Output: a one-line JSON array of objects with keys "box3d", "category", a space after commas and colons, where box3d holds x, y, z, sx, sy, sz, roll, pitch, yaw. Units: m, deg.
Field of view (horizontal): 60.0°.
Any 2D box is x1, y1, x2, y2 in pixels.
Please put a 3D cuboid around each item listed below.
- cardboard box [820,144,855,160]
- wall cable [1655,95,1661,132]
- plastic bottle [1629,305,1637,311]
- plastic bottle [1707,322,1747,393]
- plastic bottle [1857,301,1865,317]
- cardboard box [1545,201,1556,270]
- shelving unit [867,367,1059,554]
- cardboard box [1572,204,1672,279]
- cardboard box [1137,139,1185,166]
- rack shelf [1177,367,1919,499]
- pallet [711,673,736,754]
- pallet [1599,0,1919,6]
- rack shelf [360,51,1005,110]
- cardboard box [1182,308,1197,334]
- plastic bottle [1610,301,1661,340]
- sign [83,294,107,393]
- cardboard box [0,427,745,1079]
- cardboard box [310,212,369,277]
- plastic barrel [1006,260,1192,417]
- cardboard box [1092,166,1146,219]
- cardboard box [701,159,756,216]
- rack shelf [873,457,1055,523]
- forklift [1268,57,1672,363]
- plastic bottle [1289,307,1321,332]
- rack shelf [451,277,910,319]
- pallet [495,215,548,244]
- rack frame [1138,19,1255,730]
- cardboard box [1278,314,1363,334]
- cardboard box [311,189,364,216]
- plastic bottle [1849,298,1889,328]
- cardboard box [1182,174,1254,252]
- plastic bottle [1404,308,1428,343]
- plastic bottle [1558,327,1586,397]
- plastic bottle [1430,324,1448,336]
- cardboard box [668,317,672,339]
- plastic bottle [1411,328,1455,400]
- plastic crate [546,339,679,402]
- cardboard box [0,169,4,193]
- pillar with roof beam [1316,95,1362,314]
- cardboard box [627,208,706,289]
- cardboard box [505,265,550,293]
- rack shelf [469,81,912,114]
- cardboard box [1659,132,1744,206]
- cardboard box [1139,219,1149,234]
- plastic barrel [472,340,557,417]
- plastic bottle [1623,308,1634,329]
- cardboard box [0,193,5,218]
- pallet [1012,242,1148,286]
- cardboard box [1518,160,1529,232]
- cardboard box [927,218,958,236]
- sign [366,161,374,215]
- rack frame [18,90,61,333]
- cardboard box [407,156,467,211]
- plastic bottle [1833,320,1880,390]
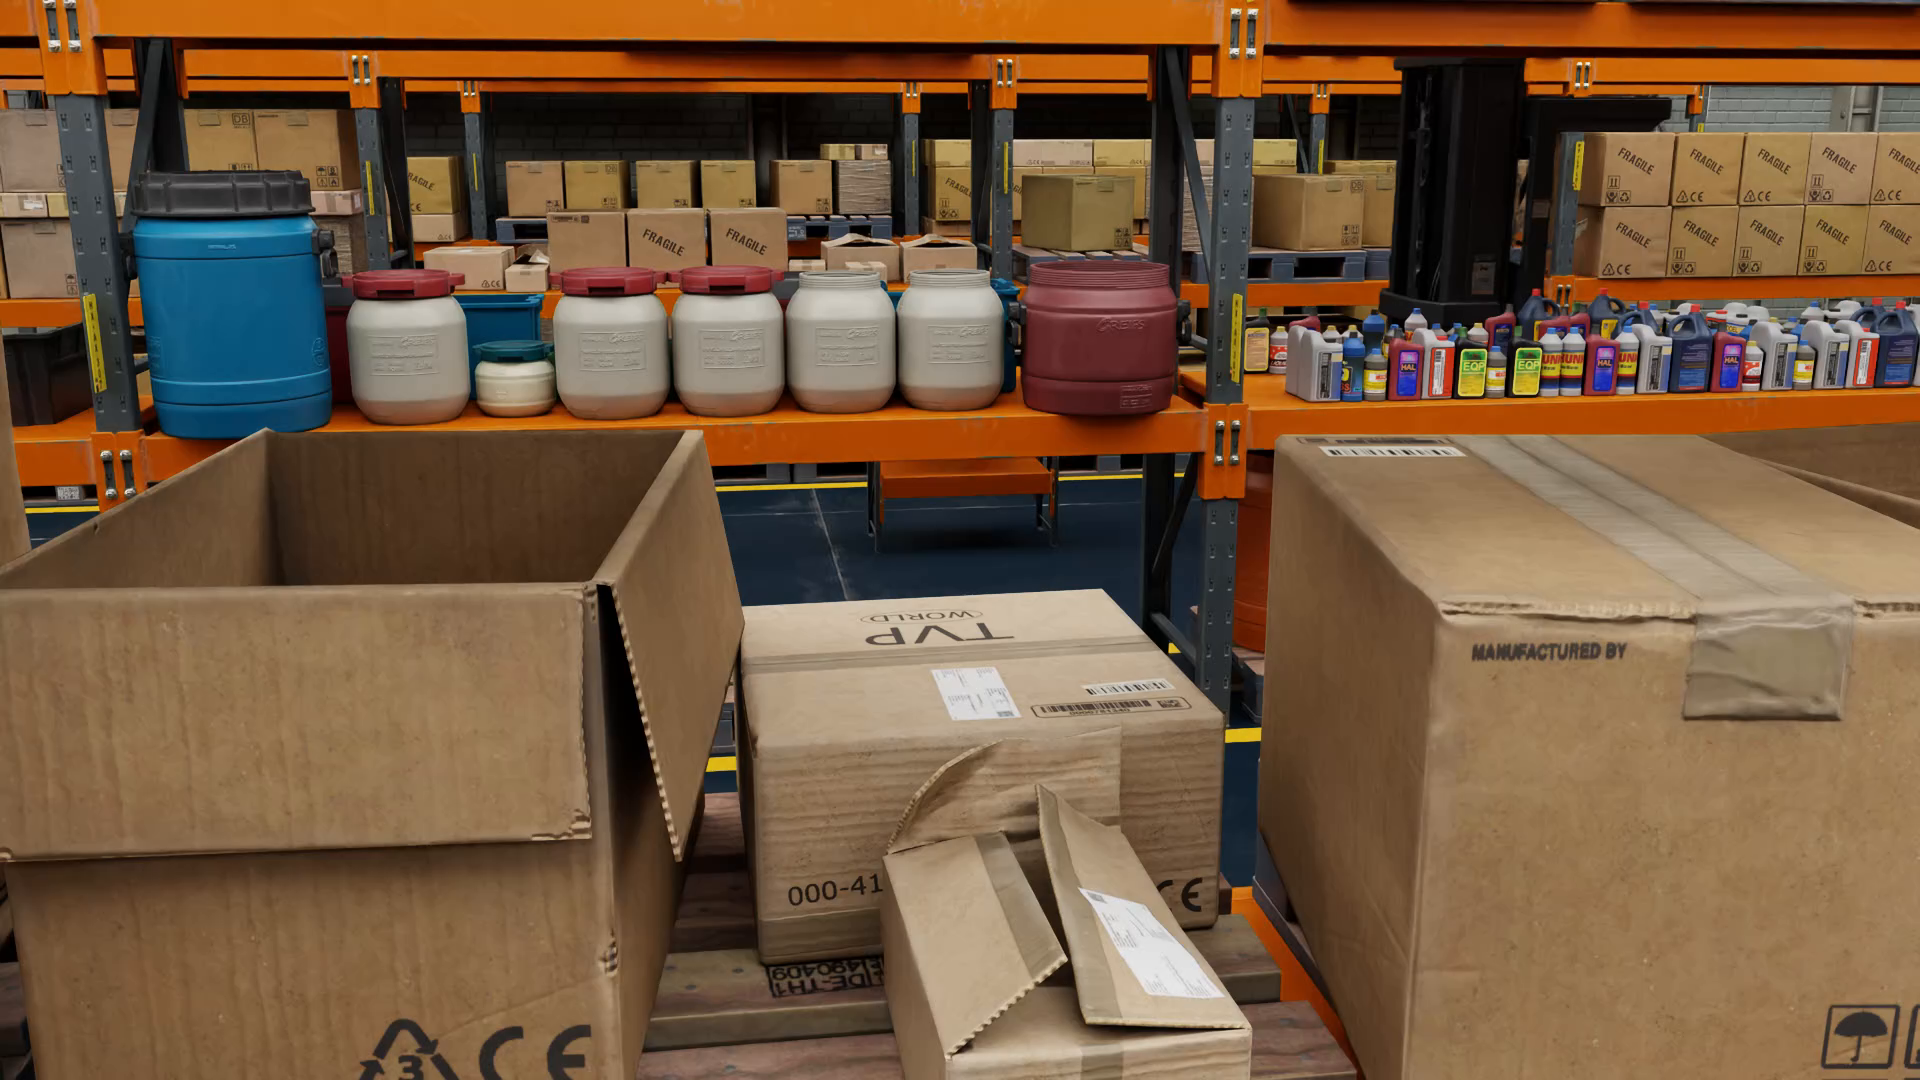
[{"box3d": [-1.181, -3.735, 16.006, 0.250, 0.149, 0.380, -5, 15, -18], "category": "cardboard box"}, {"box3d": [8.507, -4.250, 18.415, 1.851, 1.984, 0.084, -2, 14, -8], "category": "wall cable"}, {"box3d": [3.028, -0.925, 7.508, 0.097, 0.271, 0.097, 0, 14, 0], "category": "plastic bottle"}, {"box3d": [3.117, -0.743, 6.757, 0.133, 0.283, 0.061, -2, 14, -8], "category": "plastic bottle"}, {"box3d": [4.137, -0.966, 7.670, 0.097, 0.271, 0.097, 0, 14, 0], "category": "plastic bottle"}, {"box3d": [4.624, -2.276, 12.423, 0.500, 0.500, 0.500, -2, 14, -7], "category": "cardboard box"}, {"box3d": [0.007, -0.546, 9.586, 1.048, 1.125, 0.538, -2, 14, -8], "category": "shelving unit"}, {"box3d": [4.713, -2.149, 11.917, 0.500, 0.500, 0.500, -2, 14, -7], "category": "cardboard box"}, {"box3d": [1.992, -3.792, 16.275, 0.500, 0.250, 0.500, -2, 14, -7], "category": "cardboard box"}, {"box3d": [2.925, -0.534, 7.164, 4.000, 0.370, 1.077, -2, 14, -8], "category": "rack shelf"}, {"box3d": [-1.028, 0.604, 6.879, 1.213, 0.211, 1.003, -2, 14, -8], "category": "pallet"}, {"box3d": [3.021, -2.225, 6.650, 1.213, 0.211, 1.003, -2, 14, -8], "category": "pallet"}, {"box3d": [-1.765, -3.036, 10.973, 4.000, 0.370, 1.077, -2, 14, -8], "category": "rack shelf"}, {"box3d": [1.925, -2.412, 16.729, 0.750, 0.750, 0.750, -2, 14, -7], "category": "cardboard box"}, {"box3d": [2.797, -0.811, 6.892, 0.185, 0.351, 0.144, -2, 14, -8], "category": "plastic bottle"}, {"box3d": [-2.937, -0.667, 5.647, 0.005, 0.325, 0.100, -2, 14, -8], "category": "sign"}, {"box3d": [-0.570, 0.187, 1.735, 0.637, 0.503, 0.797, -1, 14, -3], "category": "cardboard box"}, {"box3d": [-4.180, -1.888, 10.879, 0.500, 0.500, 0.700, -2, 14, -10], "category": "cardboard box"}, {"box3d": [0.534, -0.787, 6.414, 0.708, 0.536, 0.600, -2, 14, -8], "category": "plastic barrel"}, {"box3d": [1.514, -3.407, 16.284, 0.500, 0.500, 0.500, -2, 14, -7], "category": "cardboard box"}, {"box3d": [-2.221, -3.386, 15.945, 0.500, 0.500, 0.700, -2, 14, -8], "category": "cardboard box"}, {"box3d": [0.007, -0.309, 9.645, 1.000, 0.278, 0.538, -2, 14, -8], "category": "rack shelf"}, {"box3d": [3.320, -1.491, 9.642, 3.031, 2.935, 1.130, -2, 14, -7], "category": "forklift"}, {"box3d": [1.512, -0.880, 7.303, 0.133, 0.283, 0.061, -2, 14, -8], "category": "plastic bottle"}, {"box3d": [-1.765, -1.581, 11.338, 4.000, 0.370, 1.077, -2, 14, -8], "category": "rack shelf"}, {"box3d": [-3.707, -2.948, 15.706, 1.213, 0.211, 1.003, -2, 14, -8], "category": "pallet"}, {"box3d": [0.947, -0.811, 6.788, 0.127, 3.000, 1.000, -2, 14, -8], "category": "rack frame"}, {"box3d": [2.665, -1.517, 12.296, 0.500, 0.250, 0.500, -2, 14, -8], "category": "cardboard box"}, {"box3d": [-3.979, -2.159, 10.625, 0.250, 0.149, 0.380, -2, 14, -8], "category": "cardboard box"}, {"box3d": [3.838, -0.848, 7.037, 0.185, 0.351, 0.144, -2, 14, -8], "category": "plastic bottle"}, {"box3d": [1.752, -2.292, 11.624, 0.500, 0.500, 0.700, 1, 14, 2], "category": "cardboard box"}, {"box3d": [2.014, -0.888, 7.360, 0.097, 0.271, 0.097, 0, 14, 0], "category": "plastic bottle"}, {"box3d": [2.456, -0.717, 6.680, 0.097, 0.271, 0.097, 0, 14, 0], "category": "plastic bottle"}, {"box3d": [2.110, -0.857, 7.382, 0.097, 0.201, 0.097, 0, 14, 0], "category": "plastic bottle"}, {"box3d": [-2.745, -2.120, 16.243, 0.500, 0.500, 0.700, -2, 14, -8], "category": "cardboard box"}, {"box3d": [1.881, -0.705, 6.622, 0.135, 0.276, 0.152, -2, 14, -8], "category": "plastic bottle"}, {"box3d": [-1.328, -0.694, 6.758, 0.662, 0.188, 0.450, -2, 14, -8], "category": "plastic crate"}, {"box3d": [-6.164, -2.445, 10.431, 0.500, 0.500, 0.700, -2, 14, -8], "category": "cardboard box"}, {"box3d": [4.631, -5.446, 12.940, 0.400, 9.000, 9.100, -2, 14, -8], "category": "pillar with roof beam"}, {"box3d": [-1.964, -1.967, 11.193, 0.500, 0.500, 0.500, -2, 14, -8], "category": "cardboard box"}, {"box3d": [-2.836, -1.718, 10.924, 0.250, 0.149, 0.380, -2, 14, -8], "category": "cardboard box"}, {"box3d": [-2.506, -4.227, 15.724, 4.000, 0.370, 1.077, -2, 14, -8], "category": "rack shelf"}, {"box3d": [5.186, -2.649, 11.857, 0.500, 0.500, 0.500, -3, 14, -10], "category": "cardboard box"}, {"box3d": [1.872, -3.111, 16.434, 0.250, 0.149, 0.380, -2, 14, -10], "category": "cardboard box"}, {"box3d": [-1.676, -0.610, 6.271, 0.301, 0.262, 0.301, 0, 14, 0], "category": "plastic barrel"}, {"box3d": [2.953, -0.887, 7.356, 0.097, 0.271, 0.097, 0, 14, 0], "category": "plastic bottle"}, {"box3d": [-6.004, -2.085, 10.330, 0.250, 0.149, 0.380, -2, 14, -9], "category": "cardboard box"}, {"box3d": [0.873, -1.951, 11.728, 1.003, 0.211, 1.213, -2, 14, -8], "category": "pallet"}, {"box3d": [5.406, -3.554, 17.109, 0.700, 0.700, 0.980, -3, 14, -11], "category": "cardboard box"}, {"box3d": [-0.169, -3.038, 16.144, 0.250, 0.149, 0.380, -2, 14, -9], "category": "cardboard box"}, {"box3d": [-3.658, -2.182, 10.314, 0.005, 0.325, 0.100, -2, 14, -8], "category": "sign"}, {"box3d": [-8.439, -2.904, 15.134, 0.127, 3.000, 1.000, -2, 14, -8], "category": "rack frame"}, {"box3d": [-4.980, -3.383, 15.769, 0.500, 0.500, 0.500, -2, 14, -10], "category": "cardboard box"}, {"box3d": [3.701, -0.772, 6.888, 0.135, 0.276, 0.152, -2, 14, -8], "category": "plastic bottle"}]
